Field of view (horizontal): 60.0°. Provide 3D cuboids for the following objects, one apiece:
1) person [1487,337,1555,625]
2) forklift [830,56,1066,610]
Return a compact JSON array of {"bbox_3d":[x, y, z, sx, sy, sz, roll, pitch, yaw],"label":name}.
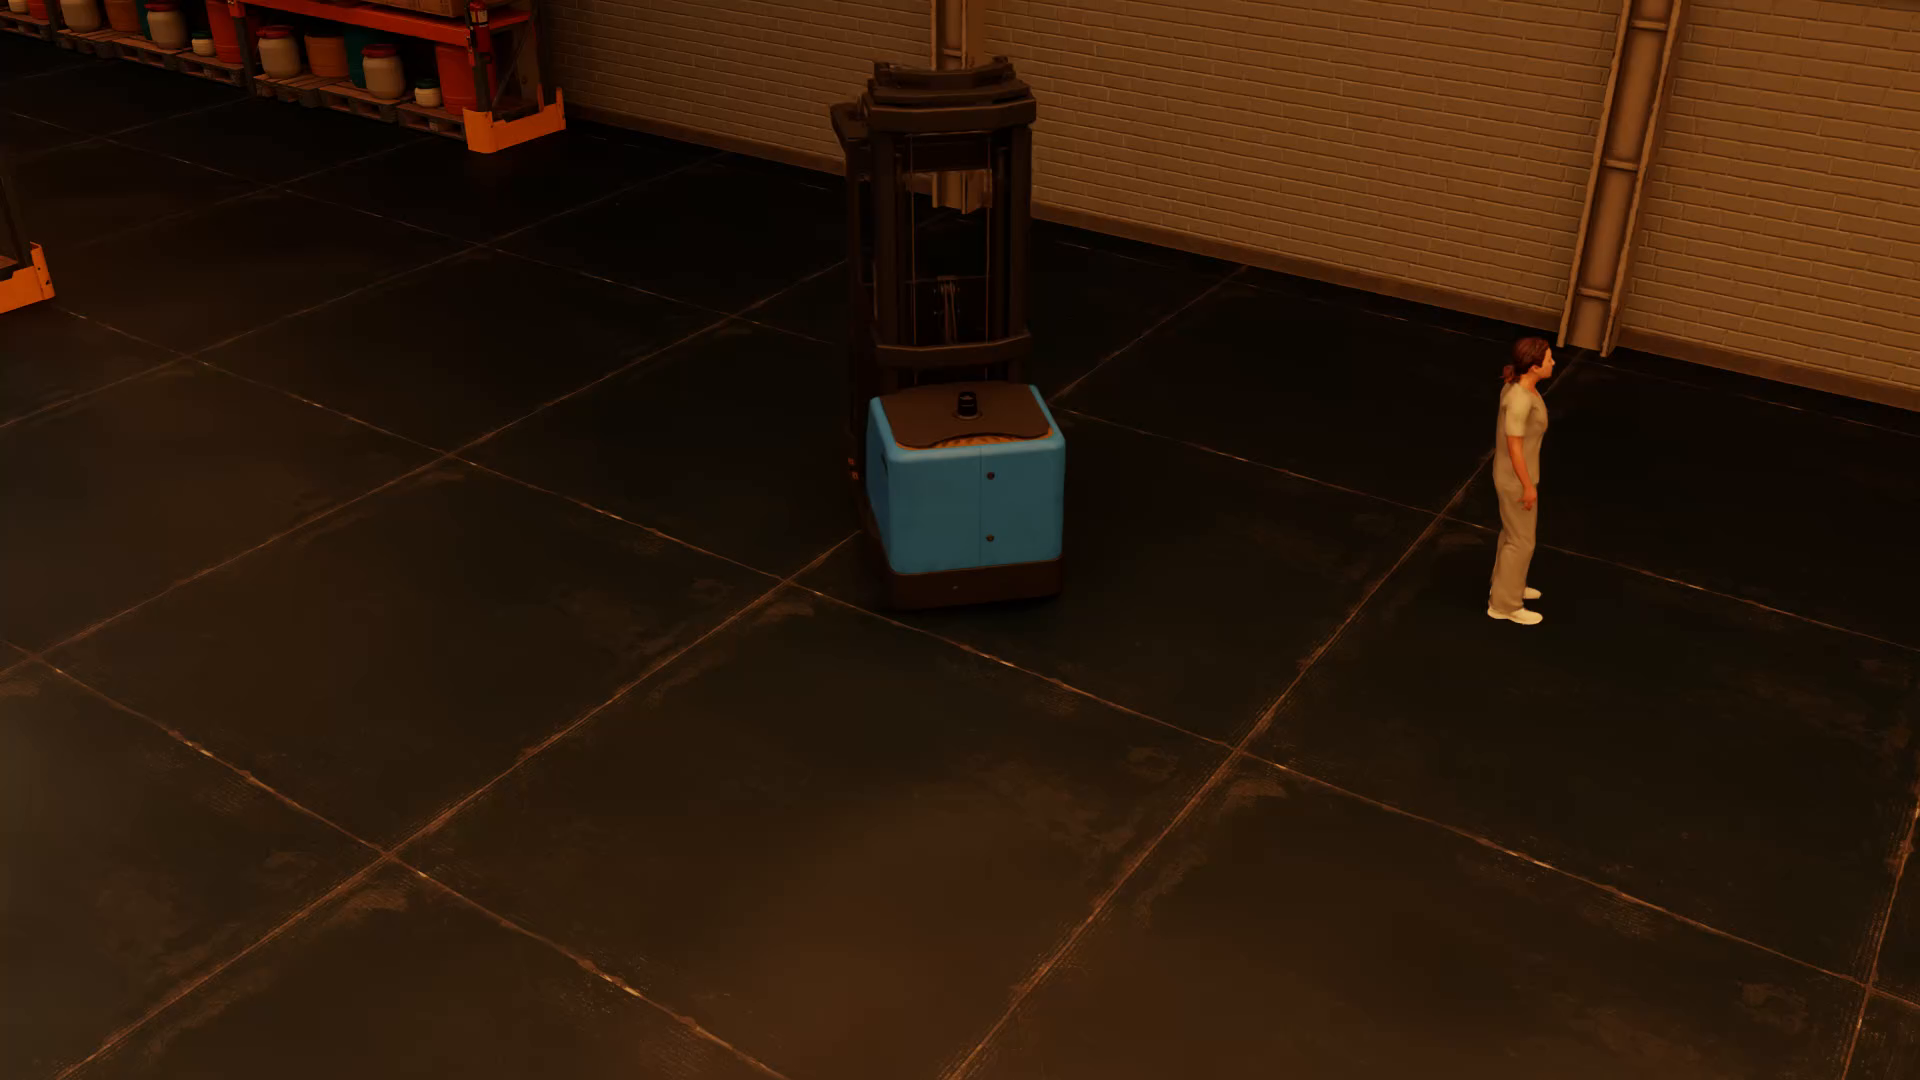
[{"bbox_3d":[3.203,-0.349,9.449,0.473,1.688,0.523,8,31,13],"label":"person"},{"bbox_3d":[-0.172,-1.584,10.309,1.130,2.935,3.031,-6,31,-10],"label":"forklift"}]
